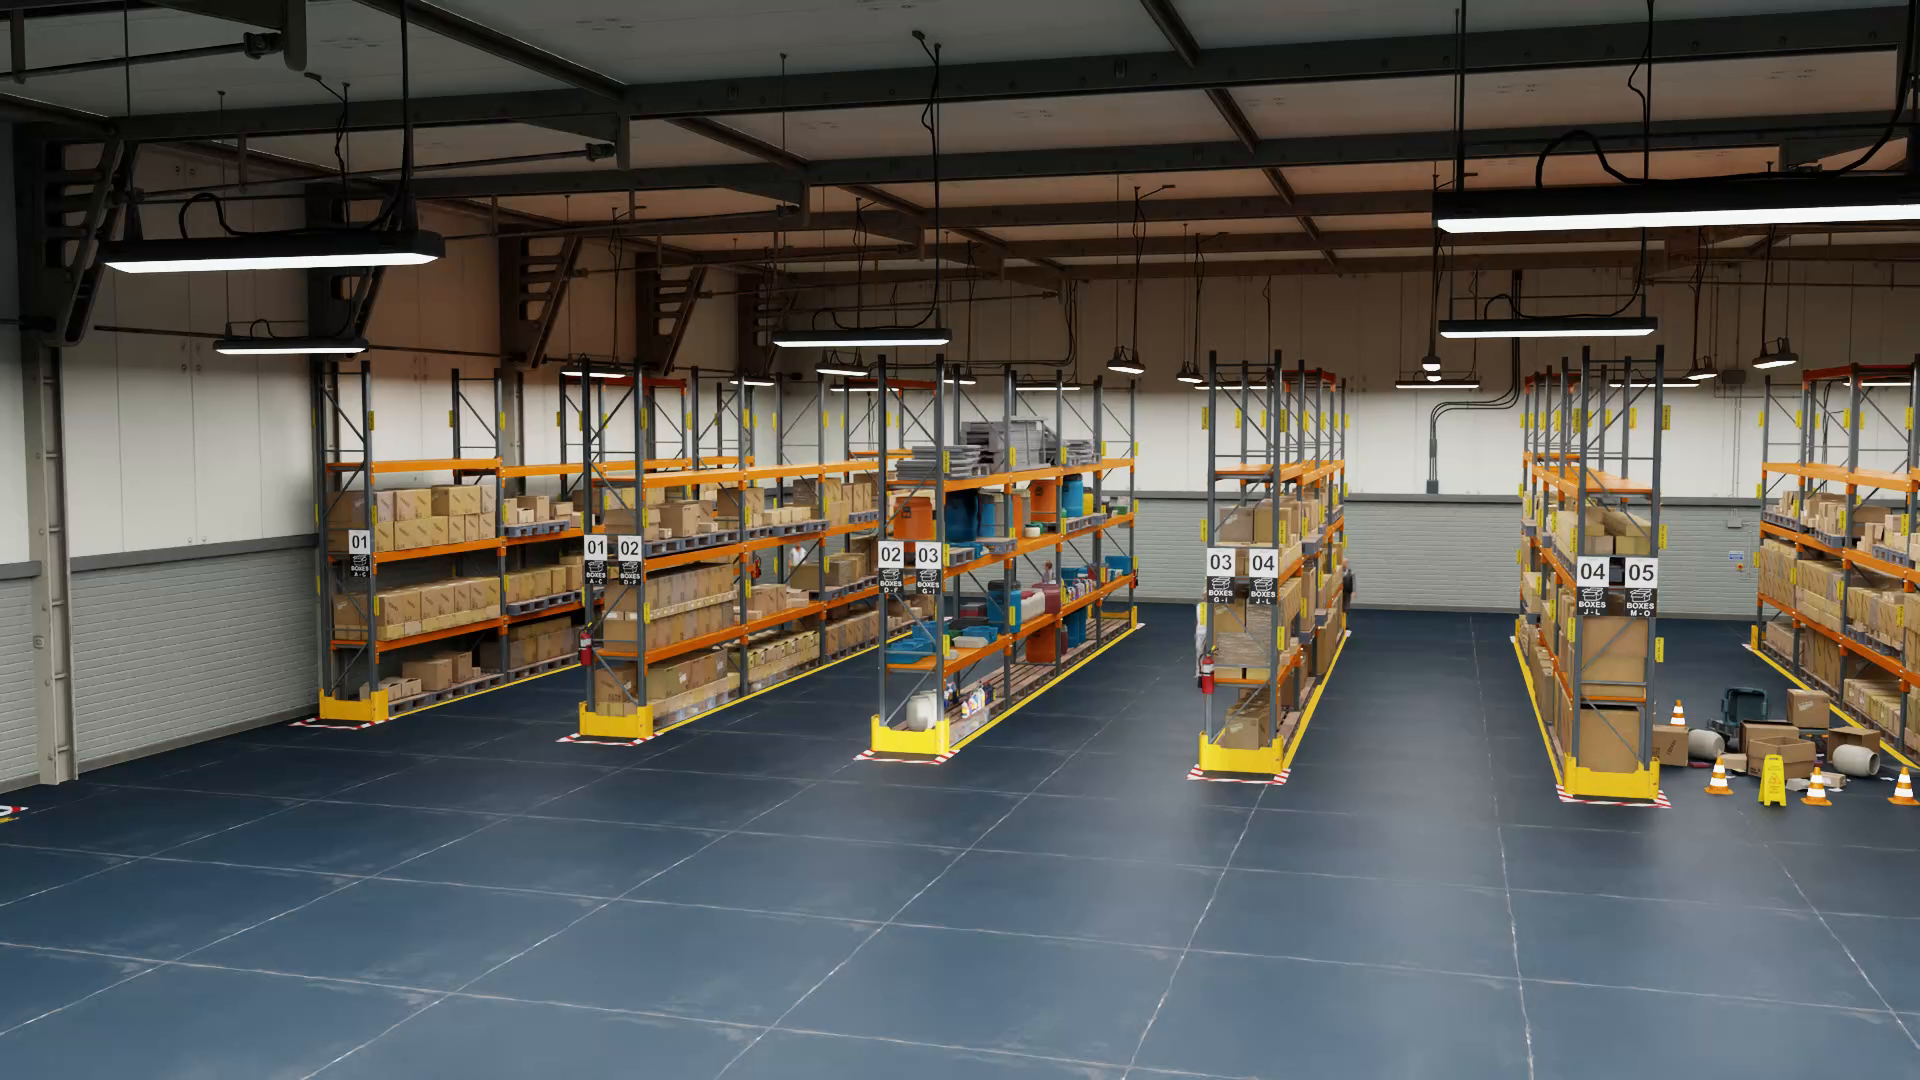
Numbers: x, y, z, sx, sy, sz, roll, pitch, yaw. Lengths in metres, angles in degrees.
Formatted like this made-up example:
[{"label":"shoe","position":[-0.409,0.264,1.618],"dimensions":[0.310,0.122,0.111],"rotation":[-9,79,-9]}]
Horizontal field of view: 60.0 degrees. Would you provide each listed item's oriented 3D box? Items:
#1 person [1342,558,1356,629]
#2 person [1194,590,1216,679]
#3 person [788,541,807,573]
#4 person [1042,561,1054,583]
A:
[{"label":"person","position":[9.236,1.302,39.874],"dimensions":[0.560,1.712,0.632],"rotation":[-1,4,-9]},{"label":"person","position":[4.795,1.817,32.214],"dimensions":[0.560,1.728,1.047],"rotation":[1,4,15]},{"label":"person","position":[-4.425,0.856,45.516],"dimensions":[0.577,1.814,0.701],"rotation":[-1,4,-15]},{"label":"person","position":[2.141,1.301,40.495],"dimensions":[0.365,1.605,0.425],"rotation":[0,4,-7]}]
